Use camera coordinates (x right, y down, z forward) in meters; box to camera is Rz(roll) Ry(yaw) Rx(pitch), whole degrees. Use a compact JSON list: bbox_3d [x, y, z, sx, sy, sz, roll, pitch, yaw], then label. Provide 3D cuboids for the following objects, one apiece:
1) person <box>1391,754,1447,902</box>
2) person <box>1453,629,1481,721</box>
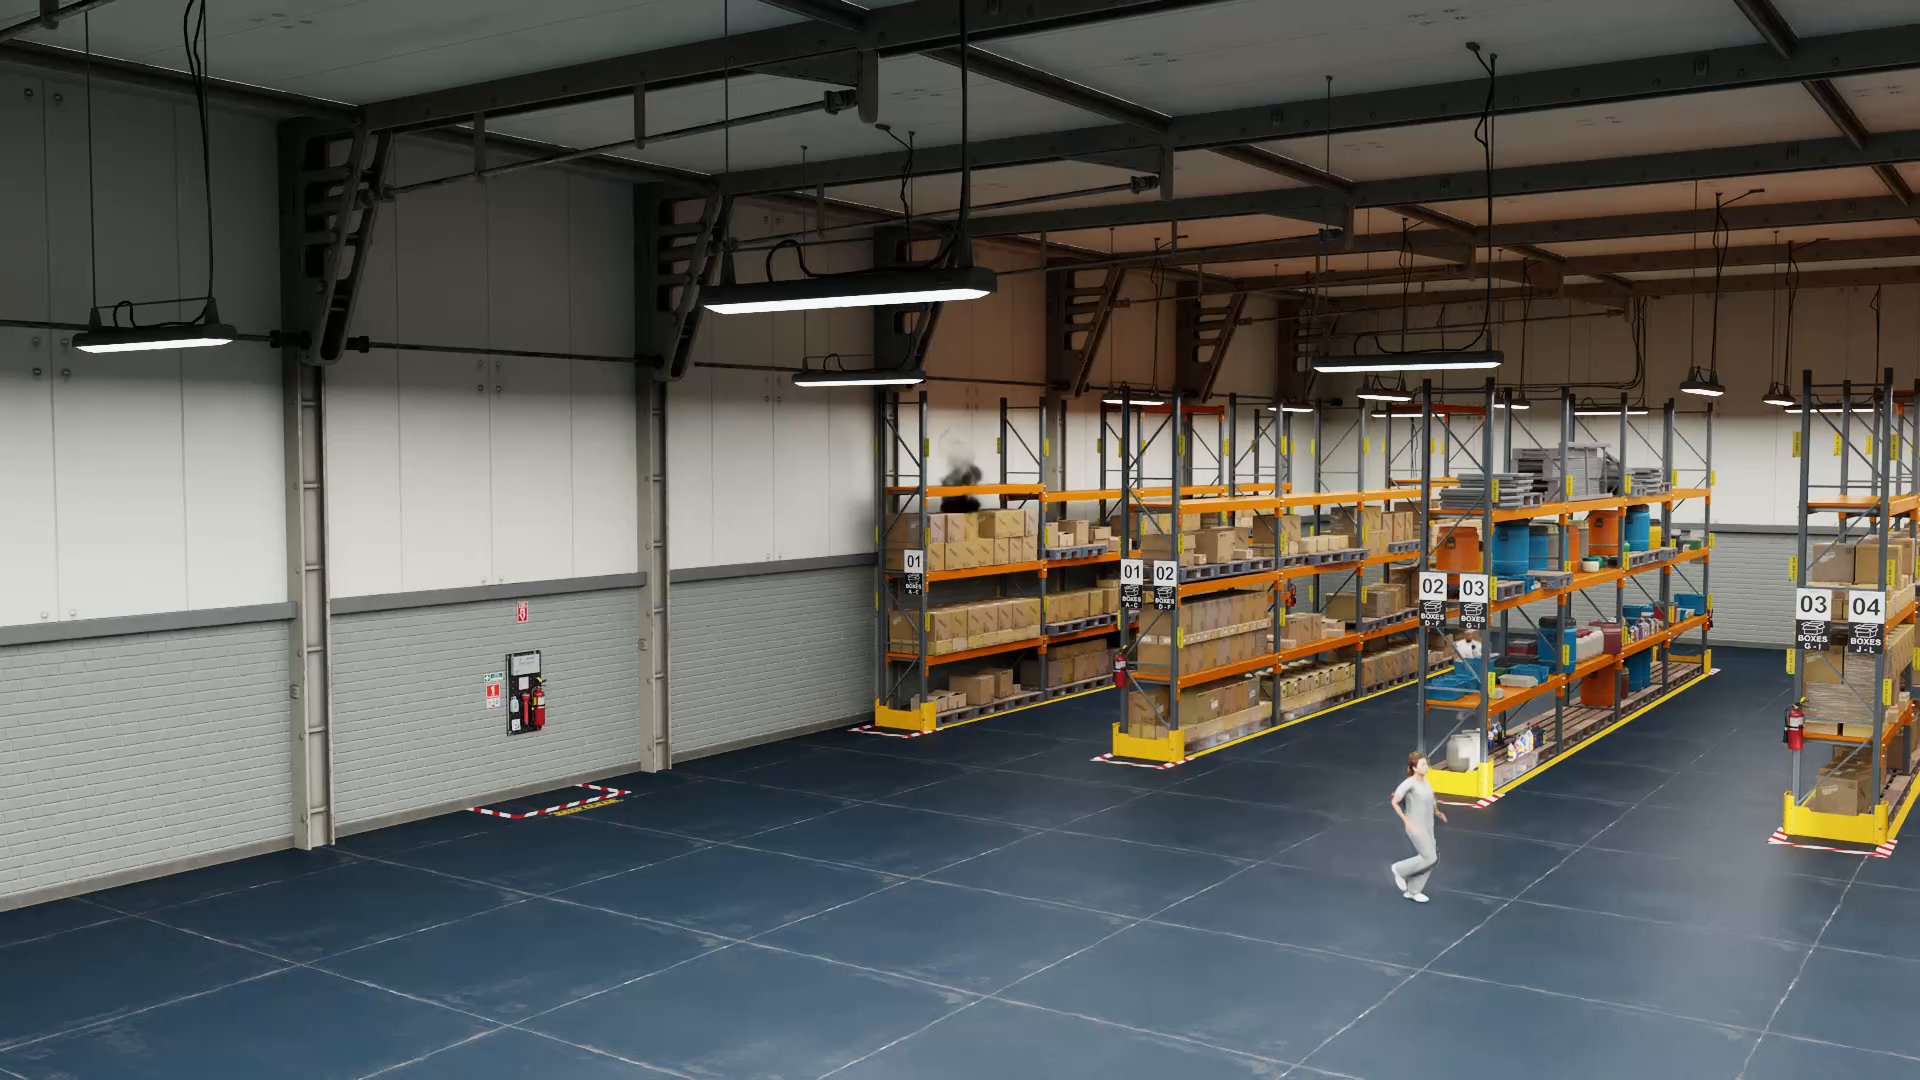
[{"bbox_3d":[5.071,3.171,18.318,0.572,1.625,0.564,-3,4,-40],"label":"person"},{"bbox_3d":[9.391,2.469,30.736,0.579,1.729,0.764,1,3,23],"label":"person"}]
